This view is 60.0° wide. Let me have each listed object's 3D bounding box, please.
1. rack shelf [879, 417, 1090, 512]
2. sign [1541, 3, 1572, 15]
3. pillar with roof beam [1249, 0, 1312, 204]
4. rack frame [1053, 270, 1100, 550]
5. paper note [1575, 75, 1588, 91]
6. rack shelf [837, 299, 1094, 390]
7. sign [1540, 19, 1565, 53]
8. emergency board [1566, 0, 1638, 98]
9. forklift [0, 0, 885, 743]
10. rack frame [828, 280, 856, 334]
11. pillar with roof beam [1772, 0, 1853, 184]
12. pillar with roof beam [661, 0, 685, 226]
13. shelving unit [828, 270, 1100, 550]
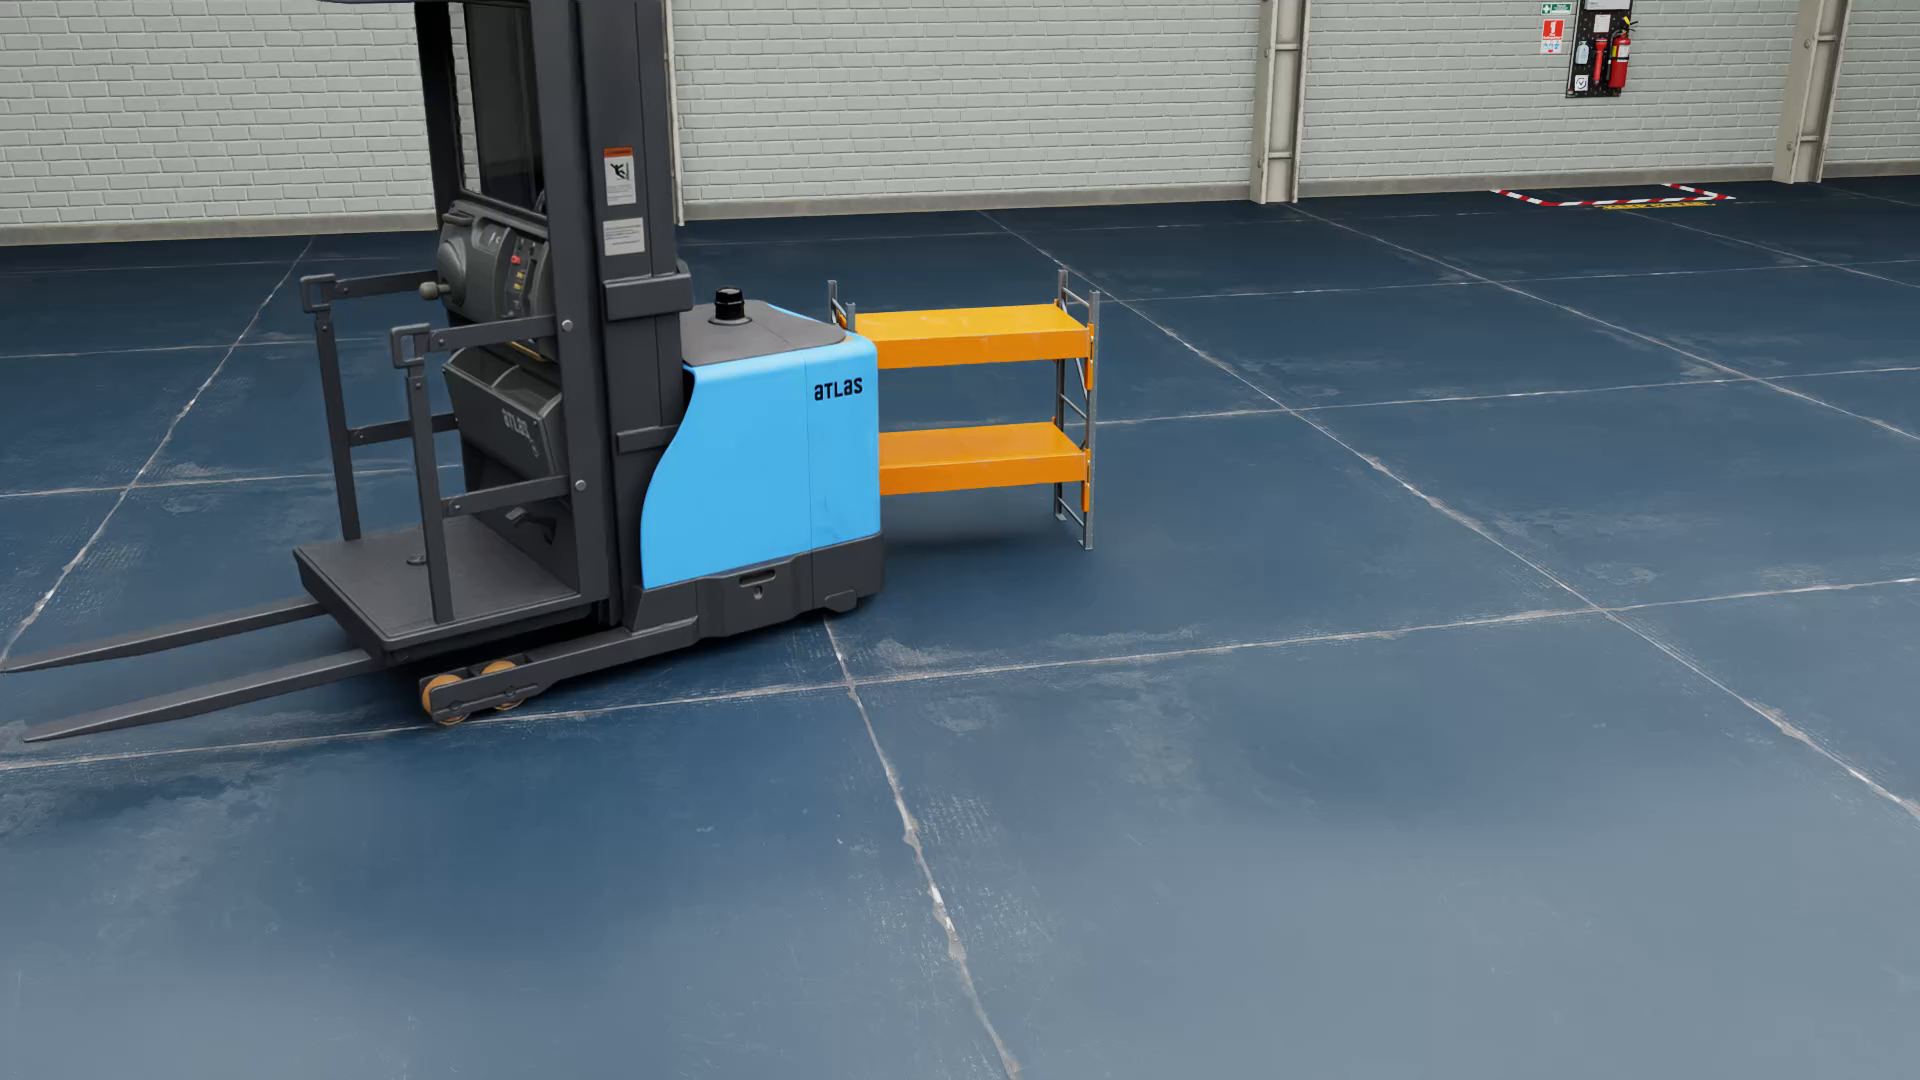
[{"bbox_3d":[0.007,-0.299,7.207,1.000,0.278,0.538,-5,21,-12],"label":"rack shelf"},{"bbox_3d":[5.978,-5.324,16.666,0.331,0.109,0.001,-5,21,-12],"label":"sign"},{"bbox_3d":[4.098,-6.154,11.033,0.400,9.000,9.100,-5,21,-12],"label":"pillar with roof beam"},{"bbox_3d":[0.501,-0.569,7.232,0.032,1.125,0.500,-5,21,-12],"label":"rack frame"},{"bbox_3d":[6.345,-4.666,16.972,0.142,0.148,0.016,-5,21,-12],"label":"paper note"},{"bbox_3d":[0.007,-0.804,7.022,1.000,0.278,0.538,-5,21,-12],"label":"rack shelf"},{"bbox_3d":[5.971,-5.078,16.765,0.234,0.329,0.001,-5,21,-12],"label":"sign"},{"bbox_3d":[6.533,-5.071,16.796,0.643,1.169,0.194,-5,21,-12],"label":"emergency board"},{"bbox_3d":[-1.790,-0.958,5.669,3.031,2.935,1.130,-14,24,-33],"label":"forklift"},{"bbox_3d":[-0.488,-0.488,7.013,0.032,1.125,0.500,-5,21,-12],"label":"rack frame"},{"bbox_3d":[9.937,-6.629,12.329,0.400,9.000,9.100,-5,21,-12],"label":"pillar with roof beam"},{"bbox_3d":[-1.741,-5.680,9.737,0.400,9.000,9.100,-5,21,-12],"label":"pillar with roof beam"},{"bbox_3d":[0.007,-0.529,7.123,1.048,1.125,0.538,-5,21,-12],"label":"shelving unit"}]
